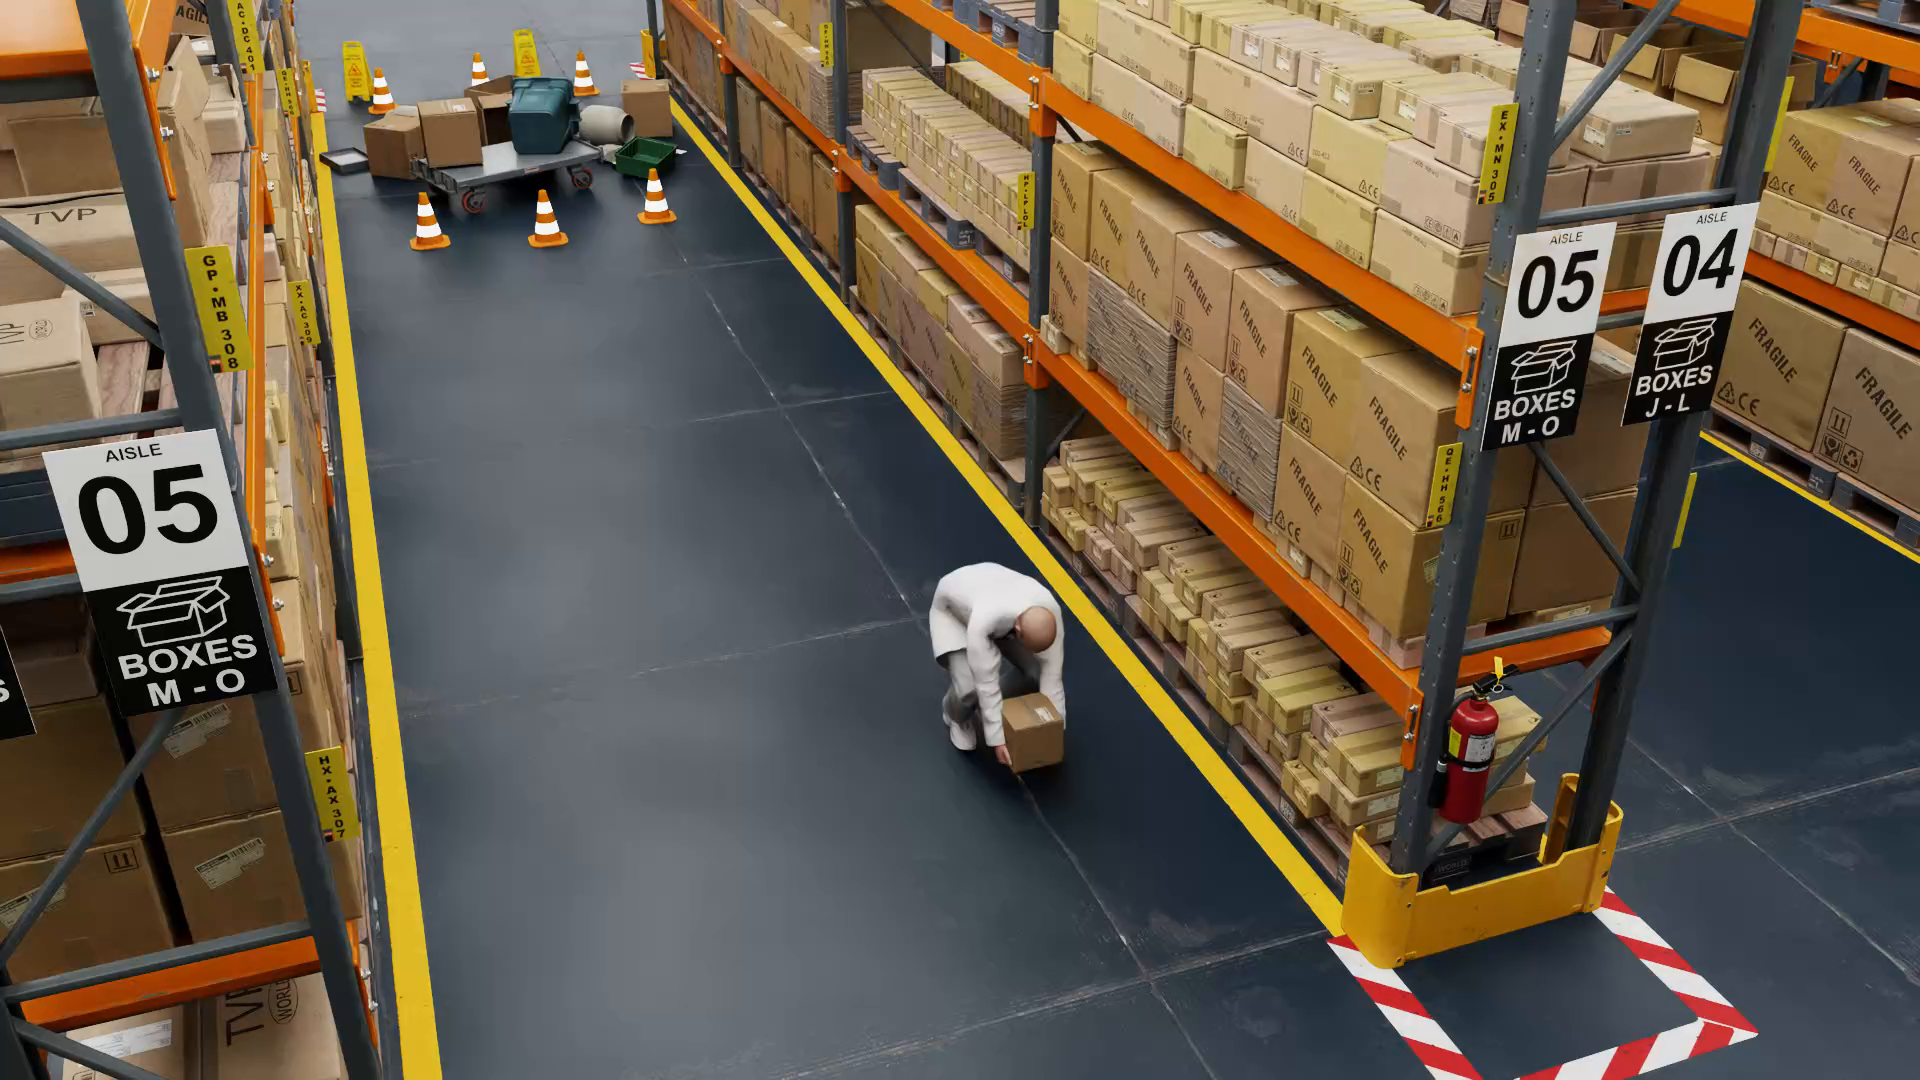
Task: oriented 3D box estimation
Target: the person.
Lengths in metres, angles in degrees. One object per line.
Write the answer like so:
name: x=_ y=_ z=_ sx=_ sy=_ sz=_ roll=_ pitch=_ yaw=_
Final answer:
person: x=0.192 y=0.608 z=8.102 sx=0.594 sy=0.977 sz=0.952 roll=-12 pitch=32 yaw=-20
